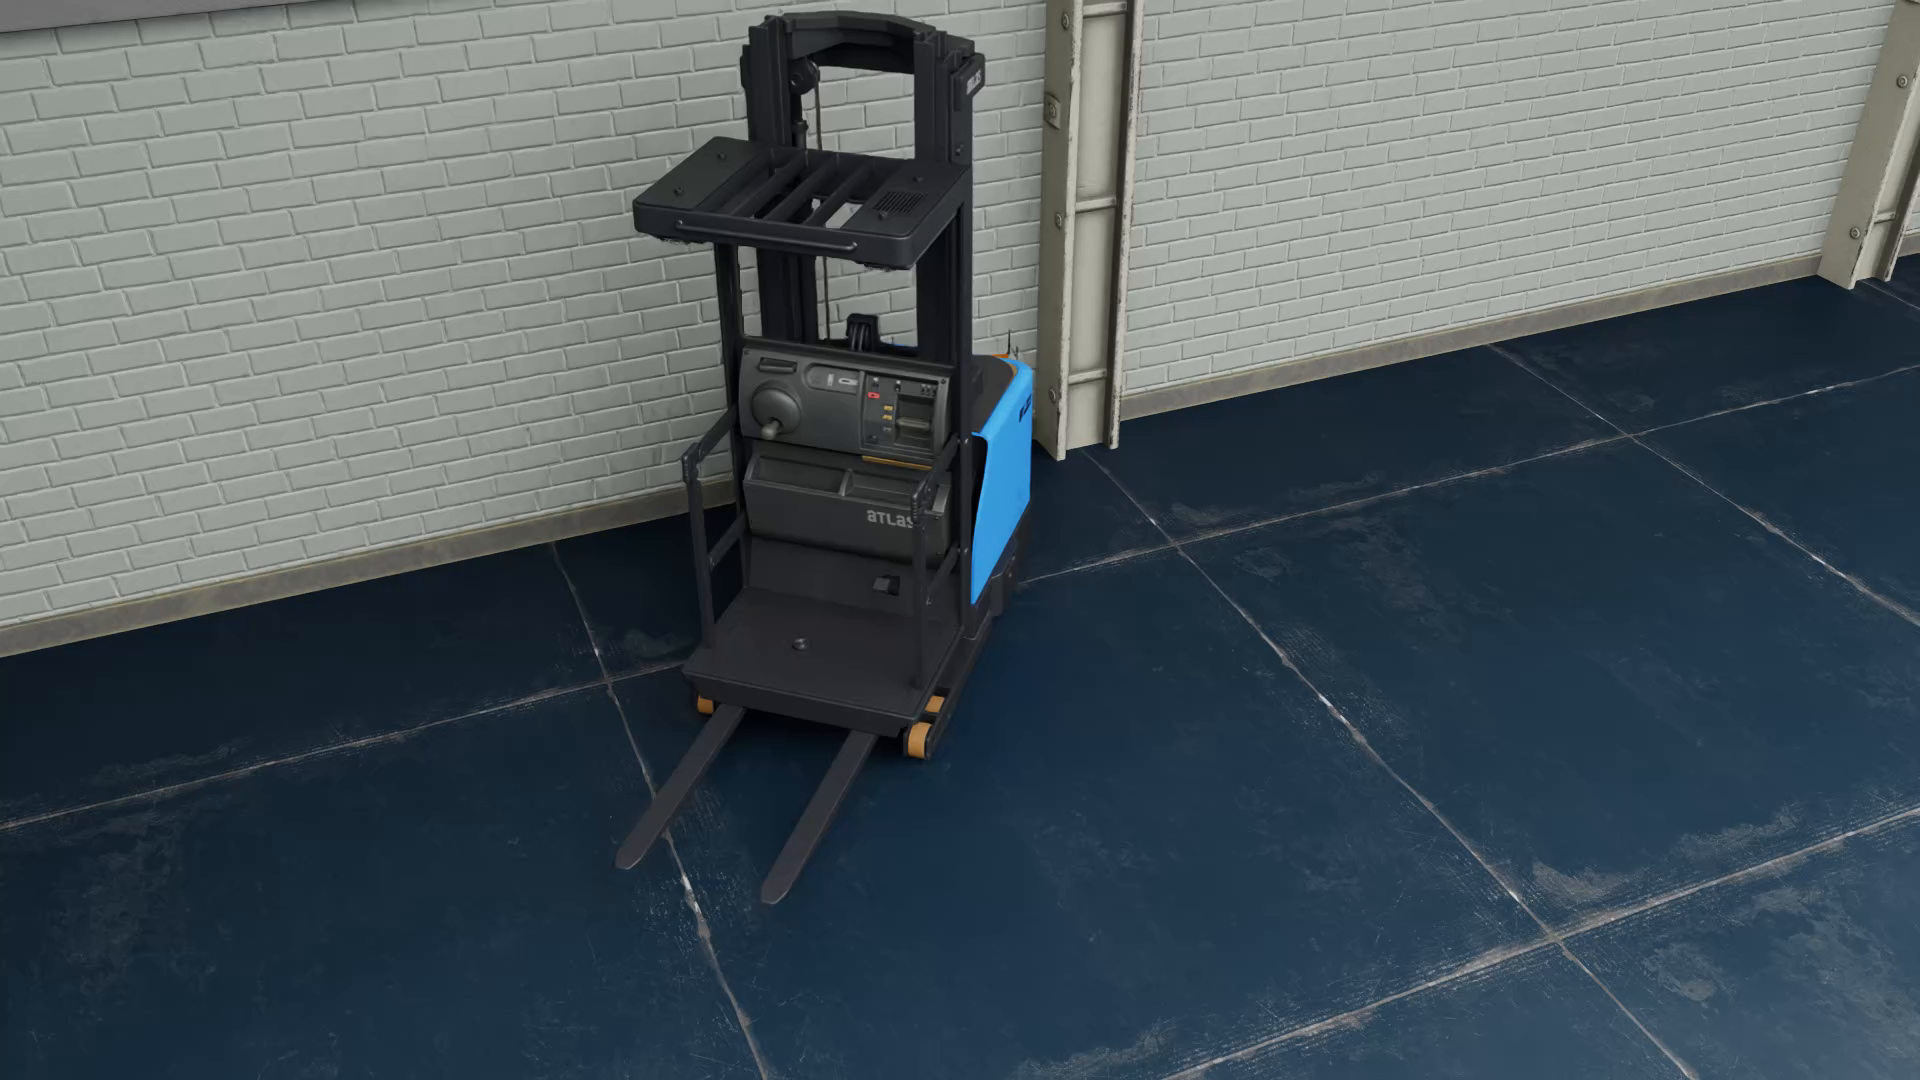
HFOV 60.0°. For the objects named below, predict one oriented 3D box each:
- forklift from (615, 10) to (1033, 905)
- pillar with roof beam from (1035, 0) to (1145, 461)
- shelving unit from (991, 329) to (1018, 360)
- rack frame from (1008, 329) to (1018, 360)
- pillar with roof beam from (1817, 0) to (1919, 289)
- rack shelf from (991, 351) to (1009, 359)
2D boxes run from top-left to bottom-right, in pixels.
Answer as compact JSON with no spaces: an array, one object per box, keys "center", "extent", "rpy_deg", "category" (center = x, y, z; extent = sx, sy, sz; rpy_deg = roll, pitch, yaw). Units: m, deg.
[{"center":[-0.558,-0.516,6.855],"extent":[1.130,2.935,3.031],"rpy_deg":[10,34,15],"category":"forklift"},{"center":[2.338,-2.176,3.843],"extent":[0.400,9.000,9.100],"rpy_deg":[-13,35,-19],"category":"pillar with roof beam"},{"center":[0.149,-0.568,8.660],"extent":[0.252,1.050,0.215],"rpy_deg":[-6,34,-9],"category":"shelving unit"},{"center":[0.269,-0.581,8.680],"extent":[0.008,1.050,0.200],"rpy_deg":[-6,34,-9],"category":"rack frame"},{"center":[7.870,-3.443,5.790],"extent":[0.400,9.000,9.100],"rpy_deg":[-13,35,-19],"category":"pillar with roof beam"},{"center":[0.149,-0.797,8.511],"extent":[0.240,0.259,0.215],"rpy_deg":[-6,34,-9],"category":"rack shelf"}]
